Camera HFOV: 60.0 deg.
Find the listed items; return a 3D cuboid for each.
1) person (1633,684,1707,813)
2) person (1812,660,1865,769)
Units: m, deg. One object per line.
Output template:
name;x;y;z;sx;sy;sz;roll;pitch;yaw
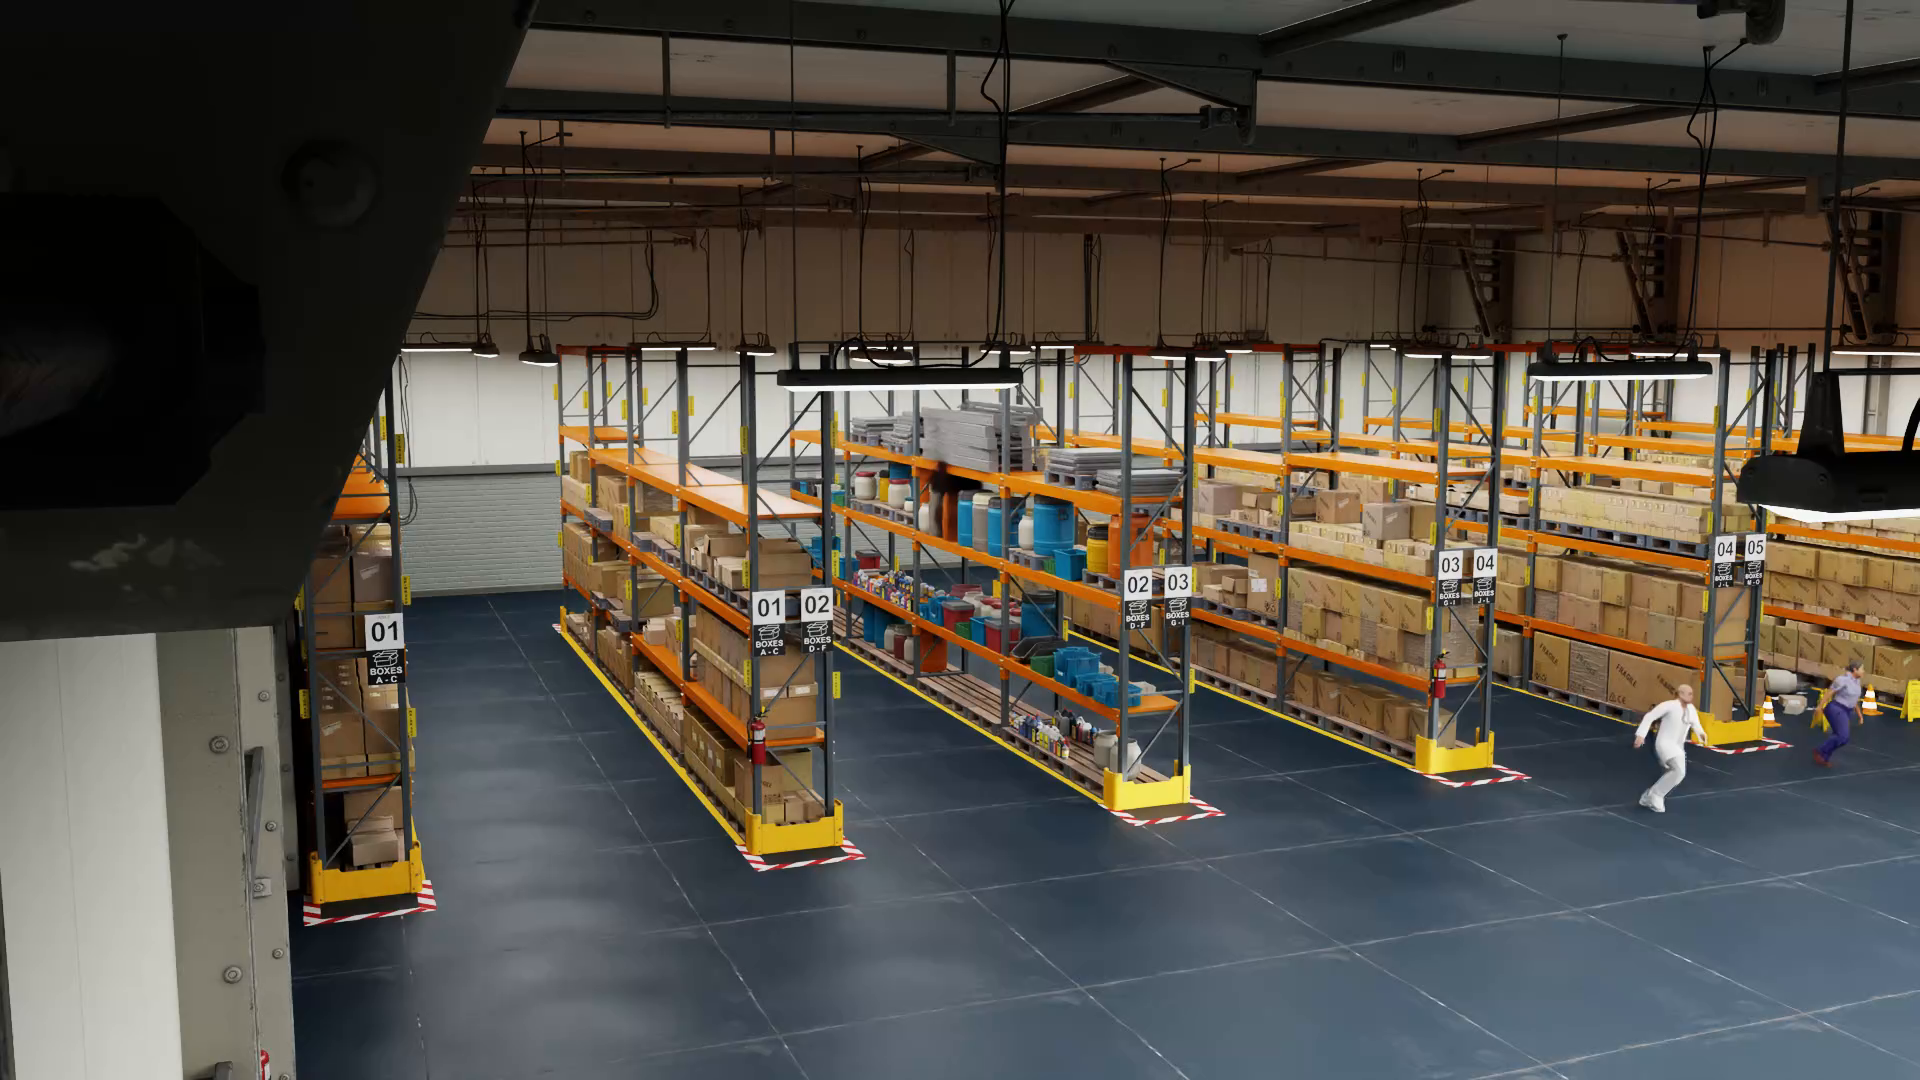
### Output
person;9.419;2.744;21.883;0.878;1.689;0.735;-6;9;-37
person;12.679;2.512;23.993;0.639;1.608;0.551;-7;10;-44
